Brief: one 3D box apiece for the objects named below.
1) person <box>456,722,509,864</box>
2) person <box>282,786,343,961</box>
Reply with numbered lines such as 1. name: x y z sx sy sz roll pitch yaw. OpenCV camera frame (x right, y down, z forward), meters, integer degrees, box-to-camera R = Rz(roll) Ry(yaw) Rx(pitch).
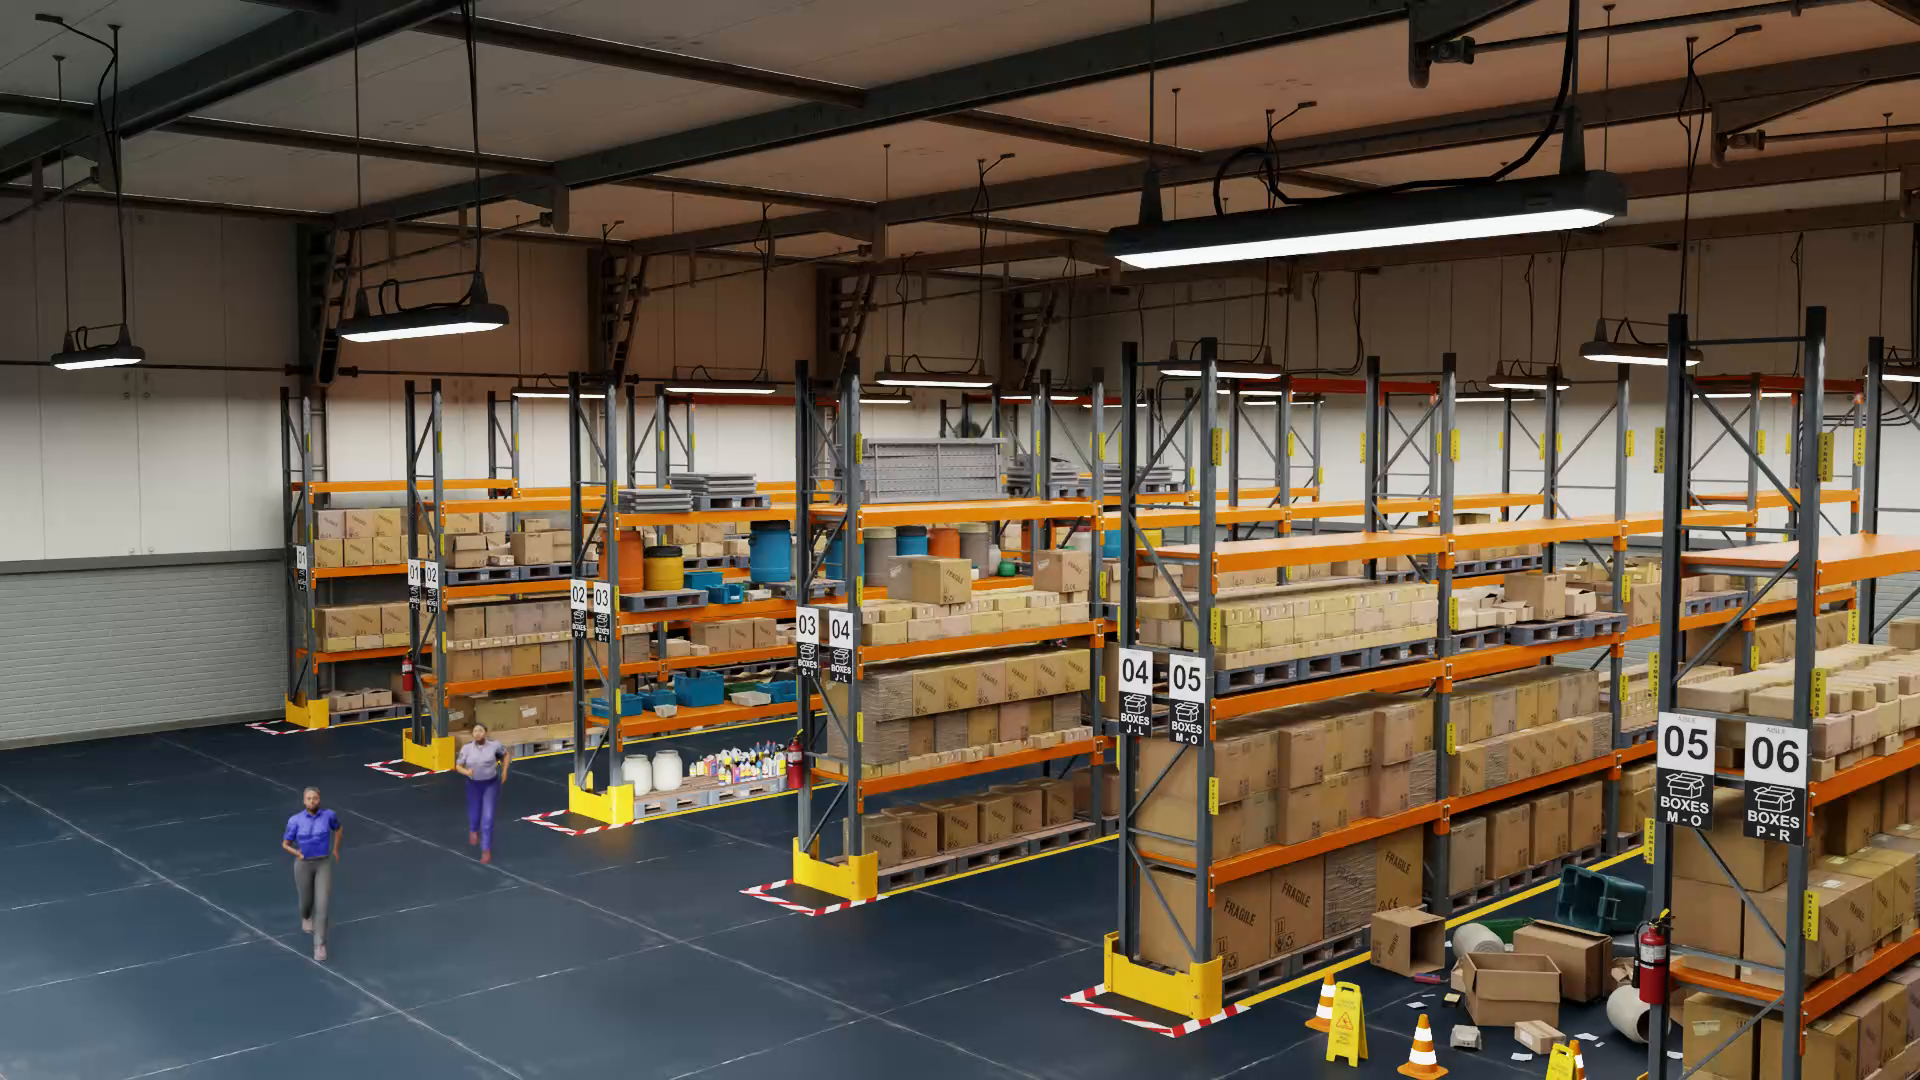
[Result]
1. person: -5.841 3.049 20.372 0.615 1.670 0.935 -1 4 -10
2. person: -6.450 3.279 16.602 0.581 1.654 0.892 -2 4 -25
